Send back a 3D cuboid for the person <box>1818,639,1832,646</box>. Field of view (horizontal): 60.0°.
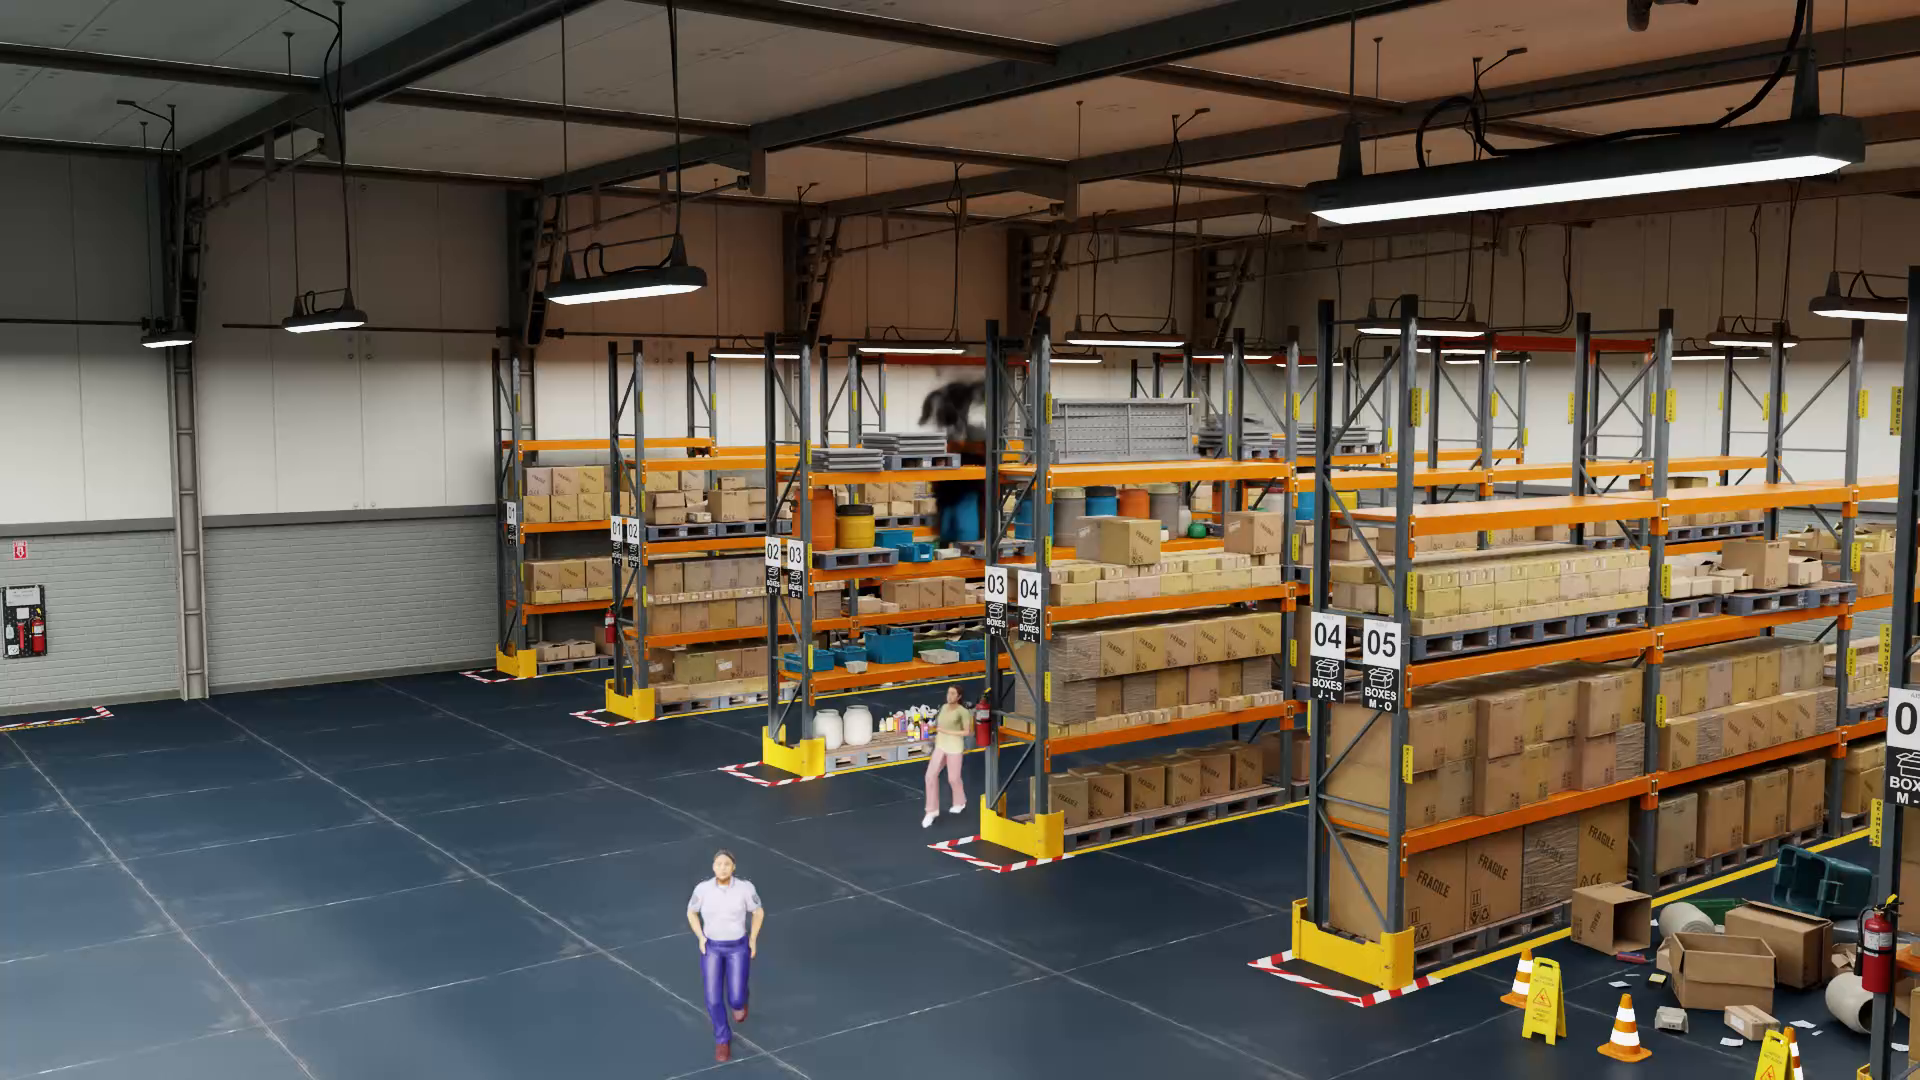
[{"bbox_3d":[12.331,2.246,23.703,0.918,1.711,0.589,-3,6,-35],"label":"person"}]

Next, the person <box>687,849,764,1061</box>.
[{"bbox_3d":[-1.854,3.228,13.128,0.608,1.611,0.592,0,5,-3],"label":"person"}]

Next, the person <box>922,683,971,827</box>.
[{"bbox_3d":[-0.101,2.568,20.071,0.548,1.695,0.781,3,6,31],"label":"person"}]
